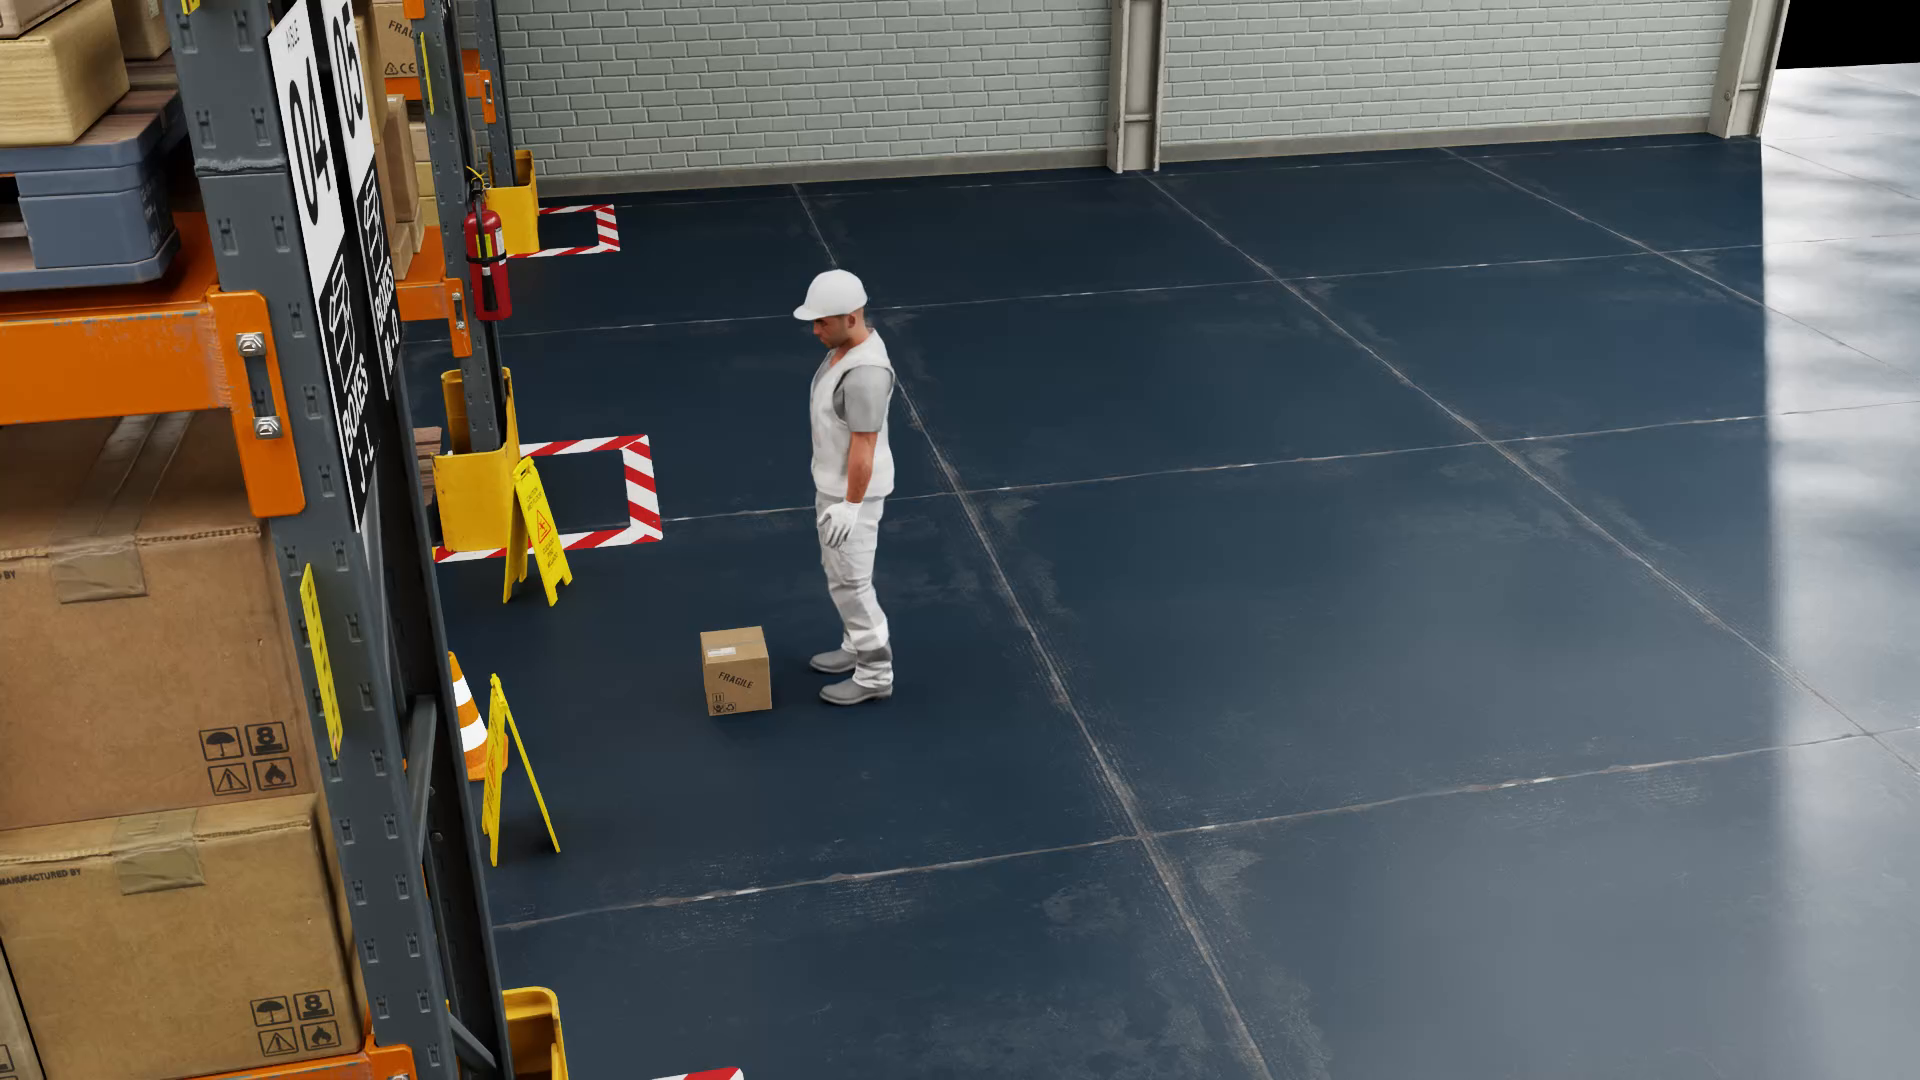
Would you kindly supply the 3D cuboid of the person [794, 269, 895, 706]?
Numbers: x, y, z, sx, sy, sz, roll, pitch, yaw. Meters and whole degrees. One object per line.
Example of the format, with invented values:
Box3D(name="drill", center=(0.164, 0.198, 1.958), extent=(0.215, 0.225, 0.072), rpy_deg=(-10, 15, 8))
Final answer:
Box3D(name="person", center=(-0.436, -0.196, 6.495), extent=(0.364, 1.774, 0.529), rpy_deg=(-5, 27, -11))
